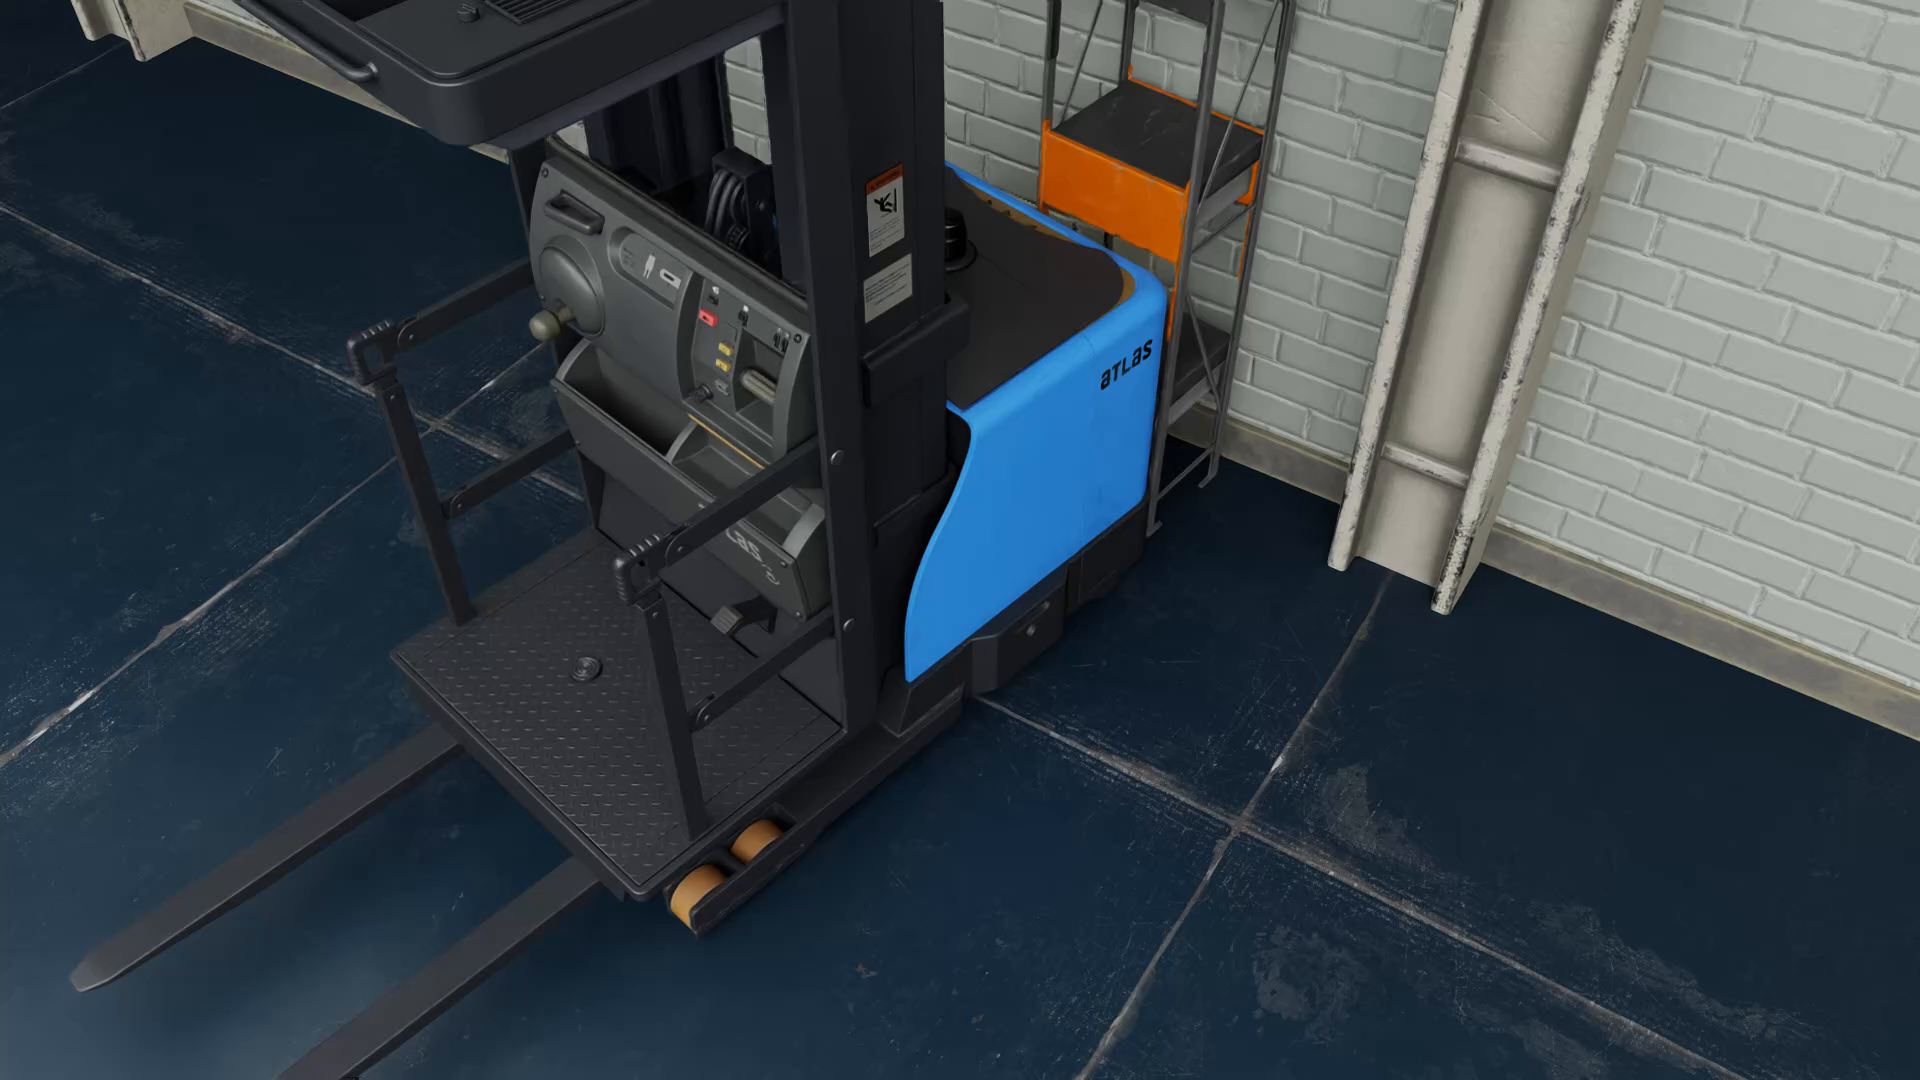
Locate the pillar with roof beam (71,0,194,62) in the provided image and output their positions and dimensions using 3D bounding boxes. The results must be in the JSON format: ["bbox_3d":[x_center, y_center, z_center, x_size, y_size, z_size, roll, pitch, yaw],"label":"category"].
[{"bbox_3d":[-5.984,-2.800,1.696,0.400,9.000,9.100,25,51,22],"label":"pillar with roof beam"}]

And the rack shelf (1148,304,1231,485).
[{"bbox_3d":[0.526,-0.462,5.213,0.480,0.518,0.431,31,52,26],"label":"rack shelf"}]

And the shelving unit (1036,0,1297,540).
[{"bbox_3d":[0.538,-0.968,4.710,0.503,2.100,0.431,31,52,26],"label":"shelving unit"}]

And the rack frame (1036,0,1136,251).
[{"bbox_3d":[0.350,-1.080,4.819,0.015,2.100,0.400,31,52,26],"label":"rack frame"}]

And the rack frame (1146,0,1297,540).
[{"bbox_3d":[0.725,-0.856,4.602,0.015,2.100,0.400,31,52,26],"label":"rack frame"}]

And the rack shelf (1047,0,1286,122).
[{"bbox_3d":[0.549,-1.455,4.227,0.480,0.518,0.431,31,52,26],"label":"rack shelf"}]

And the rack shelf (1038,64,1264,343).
[{"bbox_3d":[0.537,-0.958,4.720,0.480,0.518,0.431,31,52,26],"label":"rack shelf"}]

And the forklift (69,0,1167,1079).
[{"bbox_3d":[-0.817,-0.444,3.637,1.130,2.935,3.031,35,55,29],"label":"forklift"}]
